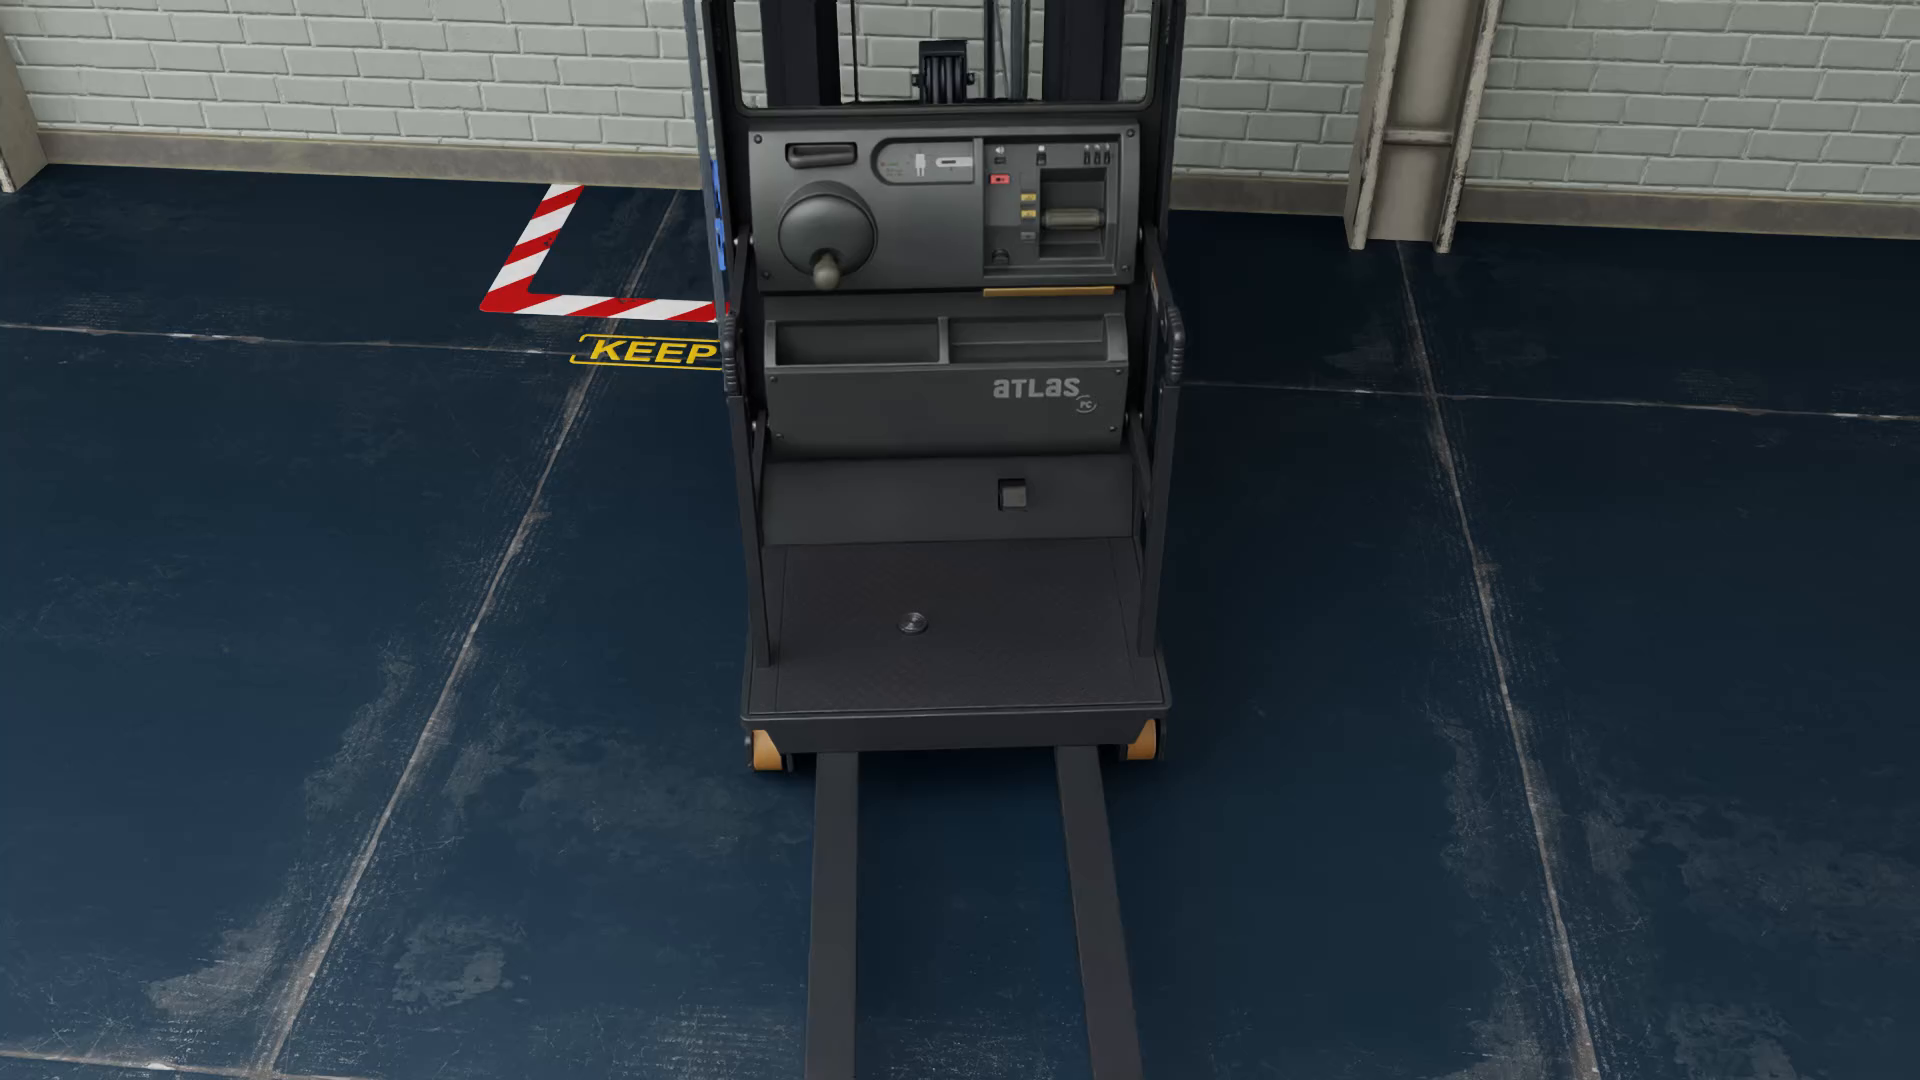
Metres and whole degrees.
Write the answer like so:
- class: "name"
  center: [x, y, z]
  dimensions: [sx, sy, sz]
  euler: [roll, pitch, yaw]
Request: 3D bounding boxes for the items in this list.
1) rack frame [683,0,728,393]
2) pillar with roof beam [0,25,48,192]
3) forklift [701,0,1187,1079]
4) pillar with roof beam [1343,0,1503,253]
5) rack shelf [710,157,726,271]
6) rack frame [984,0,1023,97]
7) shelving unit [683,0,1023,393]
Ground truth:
- class: "rack frame"
  center: [-0.858, -1.269, 5.603]
  dimensions: [0.032, 1.500, 0.500]
  euler: [-6, 37, -8]
- class: "pillar with roof beam"
  center: [-4.570, -2.367, 1.030]
  dimensions: [0.400, 9.000, 9.100]
  euler: [3, 39, 4]
- class: "forklift"
  center: [-0.025, -0.725, 3.819]
  dimensions: [1.130, 2.935, 3.031]
  euler: [-1, 39, -2]
- class: "pillar with roof beam"
  center: [1.408, -2.040, 0.628]
  dimensions: [0.400, 9.000, 9.100]
  euler: [3, 39, 4]
- class: "rack shelf"
  center: [-0.356, -1.179, 5.777]
  dimensions: [1.000, 0.185, 0.538]
  euler: [-6, 37, -8]
- class: "rack frame"
  center: [0.144, -1.379, 5.738]
  dimensions: [0.032, 1.500, 0.500]
  euler: [-6, 37, -8]
- class: "shelving unit"
  center: [-0.357, -1.324, 5.671]
  dimensions: [1.048, 1.500, 0.538]
  euler: [-6, 37, -8]
